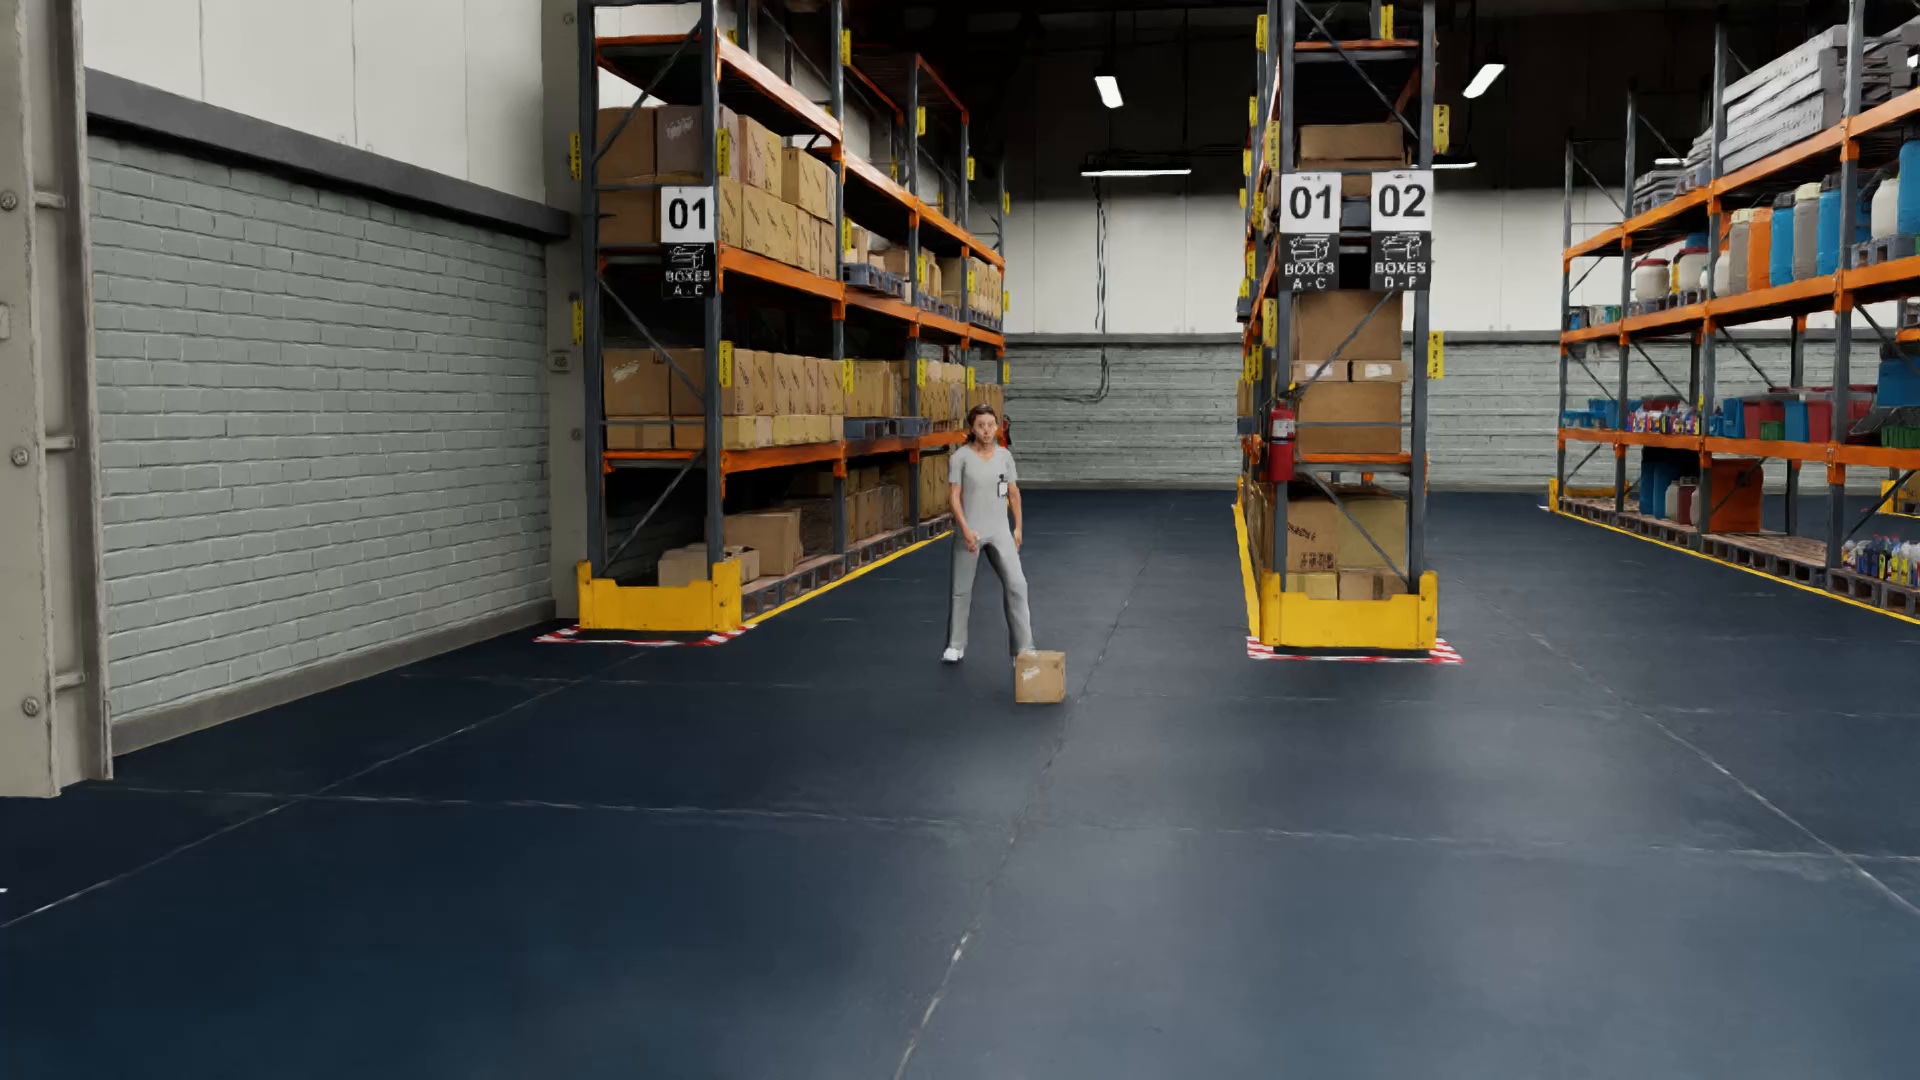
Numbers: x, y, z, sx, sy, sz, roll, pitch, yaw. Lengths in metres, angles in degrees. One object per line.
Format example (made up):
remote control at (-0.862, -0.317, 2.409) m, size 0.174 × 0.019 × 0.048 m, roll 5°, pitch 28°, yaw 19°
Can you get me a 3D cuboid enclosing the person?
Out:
person at (0.182, -0.036, 10.389) m, size 0.559 × 1.640 × 0.721 m, roll -1°, pitch 5°, yaw -13°
